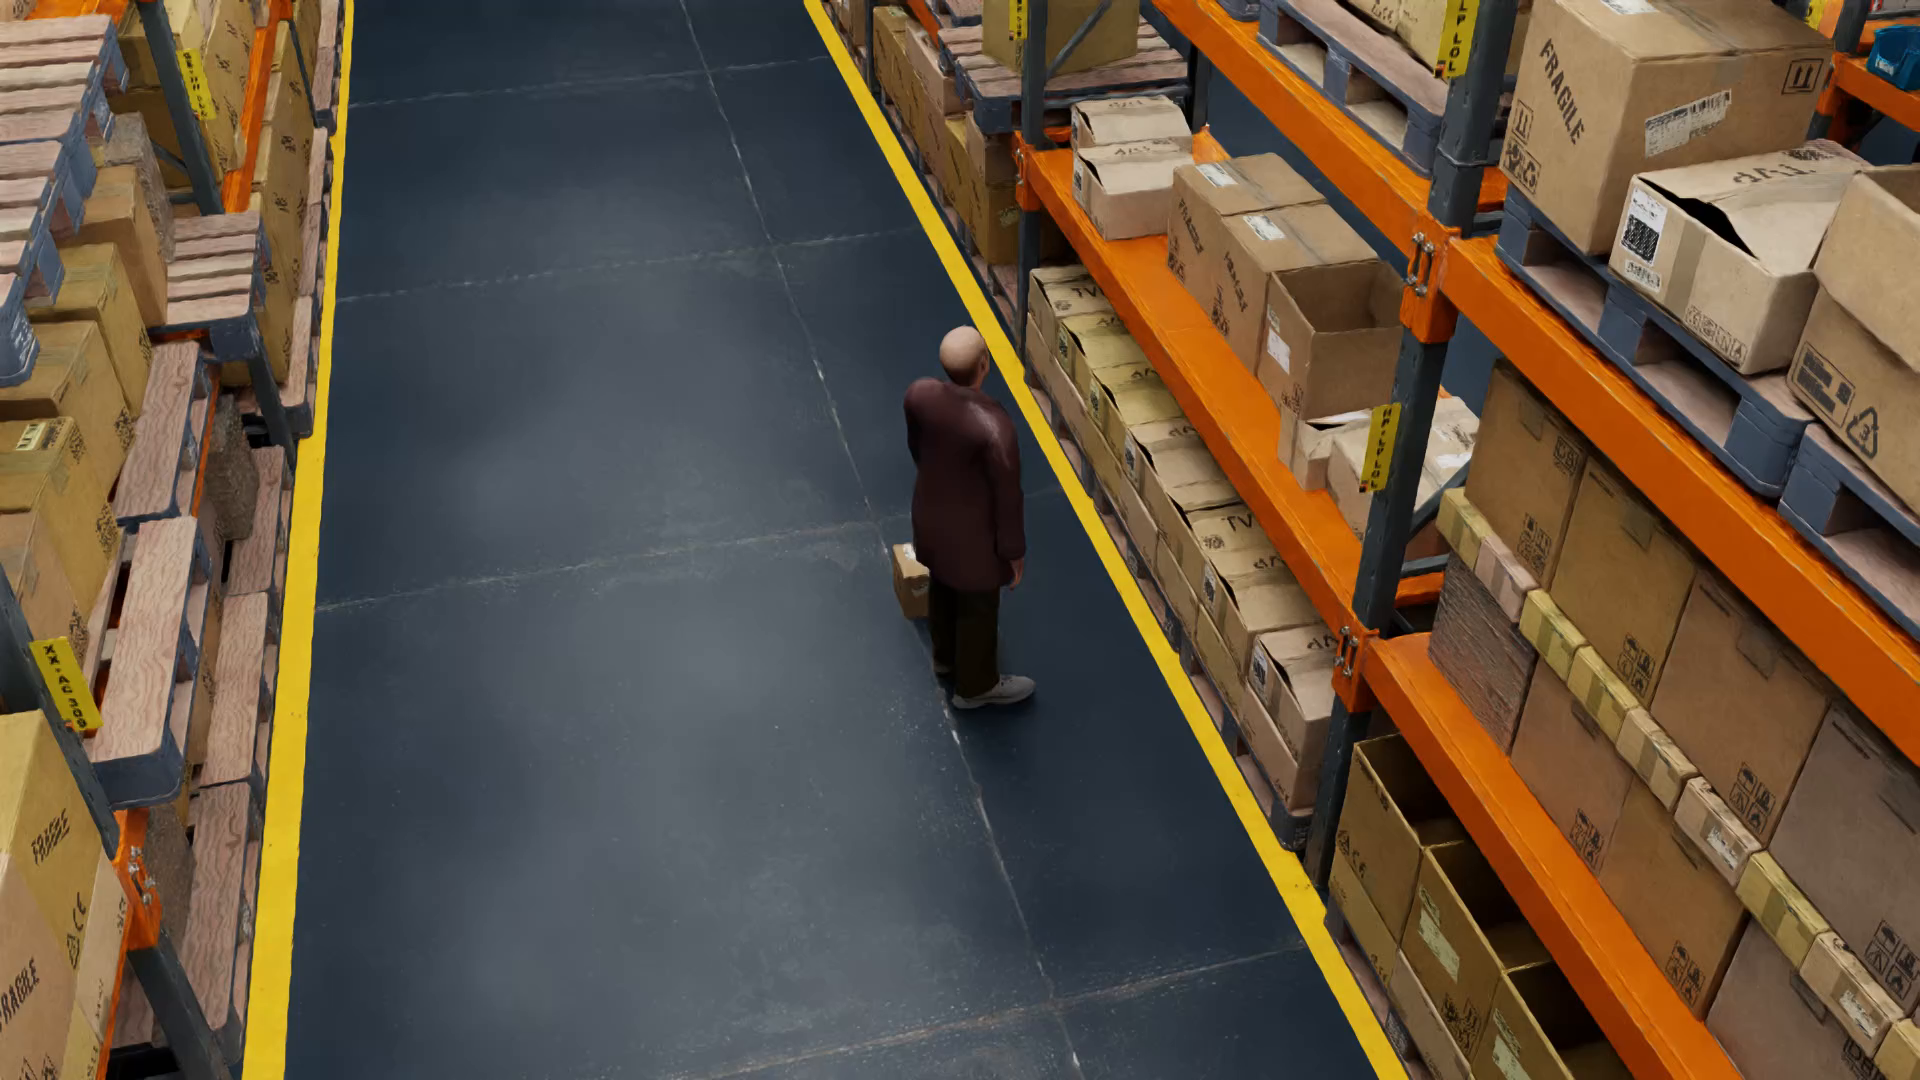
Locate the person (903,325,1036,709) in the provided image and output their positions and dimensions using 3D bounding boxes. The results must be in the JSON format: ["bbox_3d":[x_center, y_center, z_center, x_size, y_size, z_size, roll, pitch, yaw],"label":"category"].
[{"bbox_3d":[0.088,-0.100,6.809,0.637,1.789,0.494,29,46,32],"label":"person"}]
